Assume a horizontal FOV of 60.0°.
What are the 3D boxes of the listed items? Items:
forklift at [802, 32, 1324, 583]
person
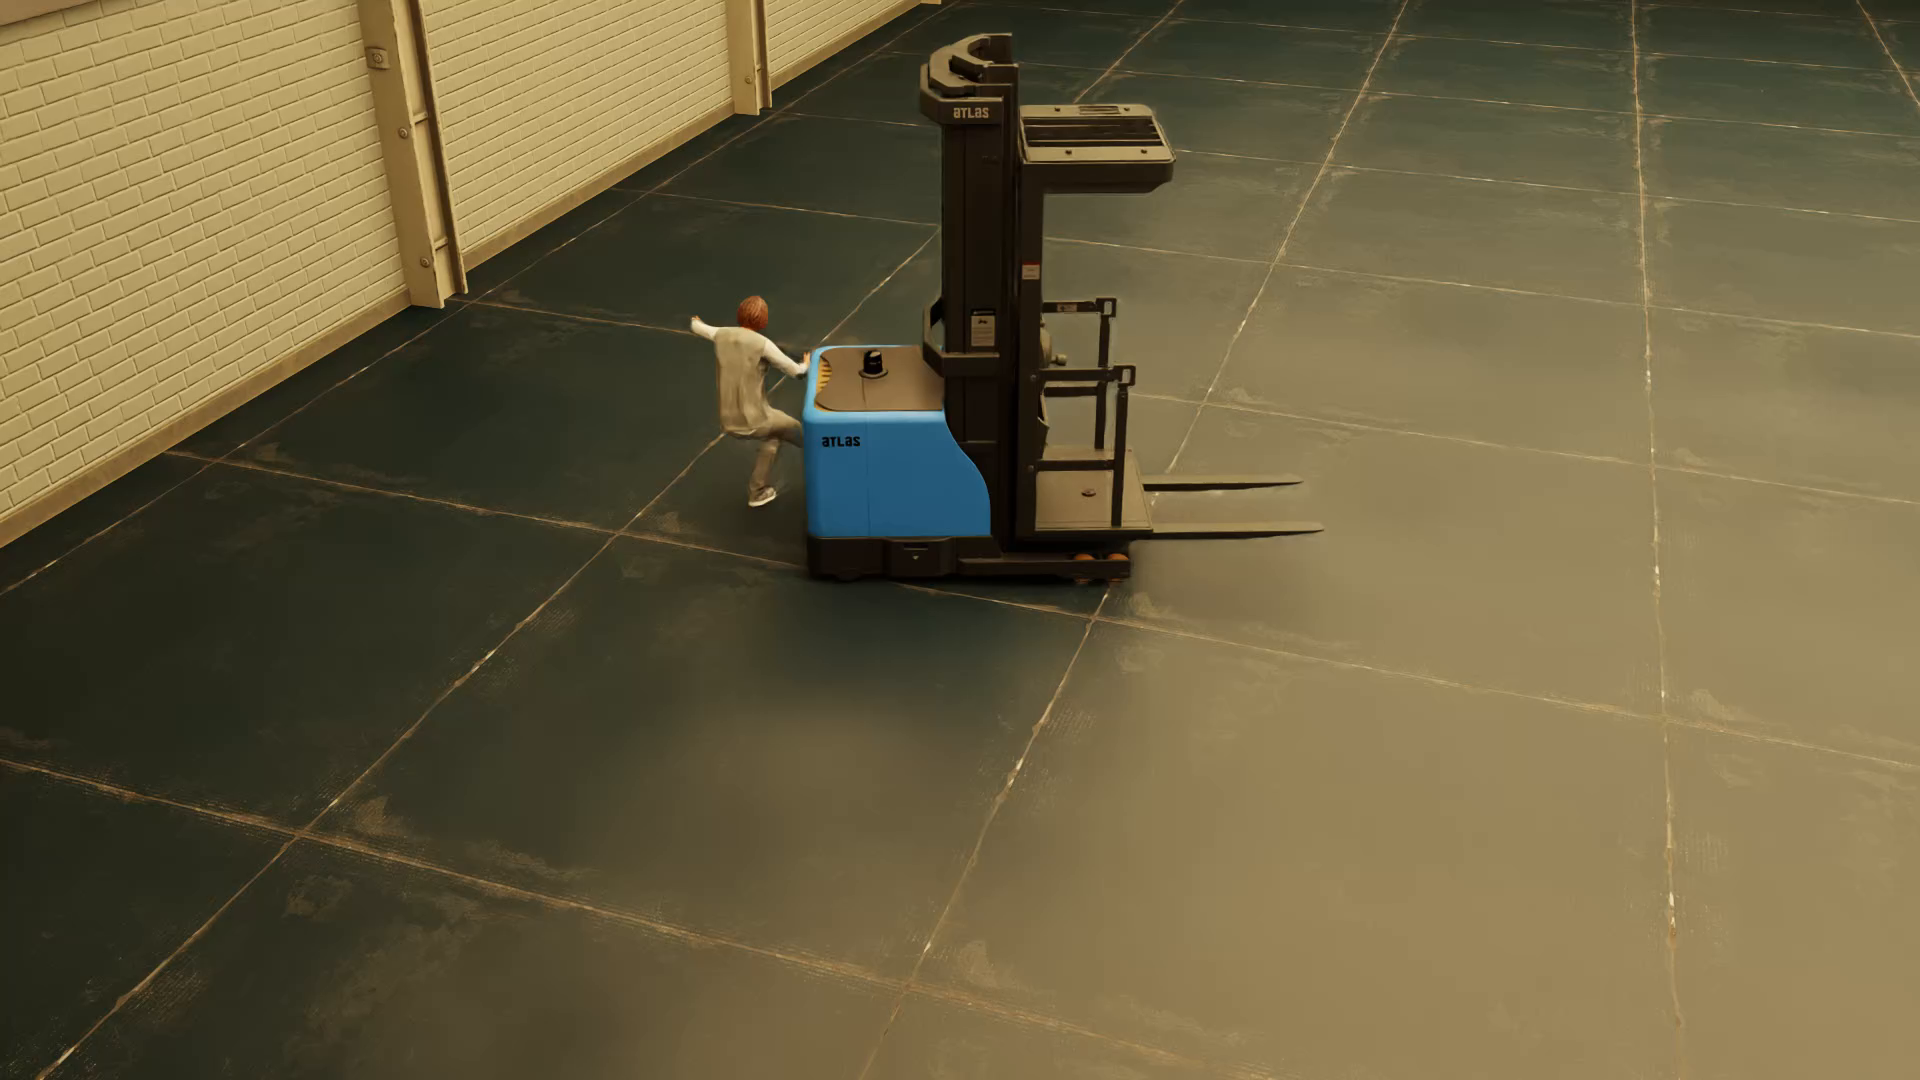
[{"bbox_3d":[0.615,-1.287,9.395,3.031,2.935,1.130,-1,30,-1],"label":"forklift"},{"bbox_3d":[-1.211,-0.860,10.264,1.309,1.332,0.723,12,32,21],"label":"person"}]
